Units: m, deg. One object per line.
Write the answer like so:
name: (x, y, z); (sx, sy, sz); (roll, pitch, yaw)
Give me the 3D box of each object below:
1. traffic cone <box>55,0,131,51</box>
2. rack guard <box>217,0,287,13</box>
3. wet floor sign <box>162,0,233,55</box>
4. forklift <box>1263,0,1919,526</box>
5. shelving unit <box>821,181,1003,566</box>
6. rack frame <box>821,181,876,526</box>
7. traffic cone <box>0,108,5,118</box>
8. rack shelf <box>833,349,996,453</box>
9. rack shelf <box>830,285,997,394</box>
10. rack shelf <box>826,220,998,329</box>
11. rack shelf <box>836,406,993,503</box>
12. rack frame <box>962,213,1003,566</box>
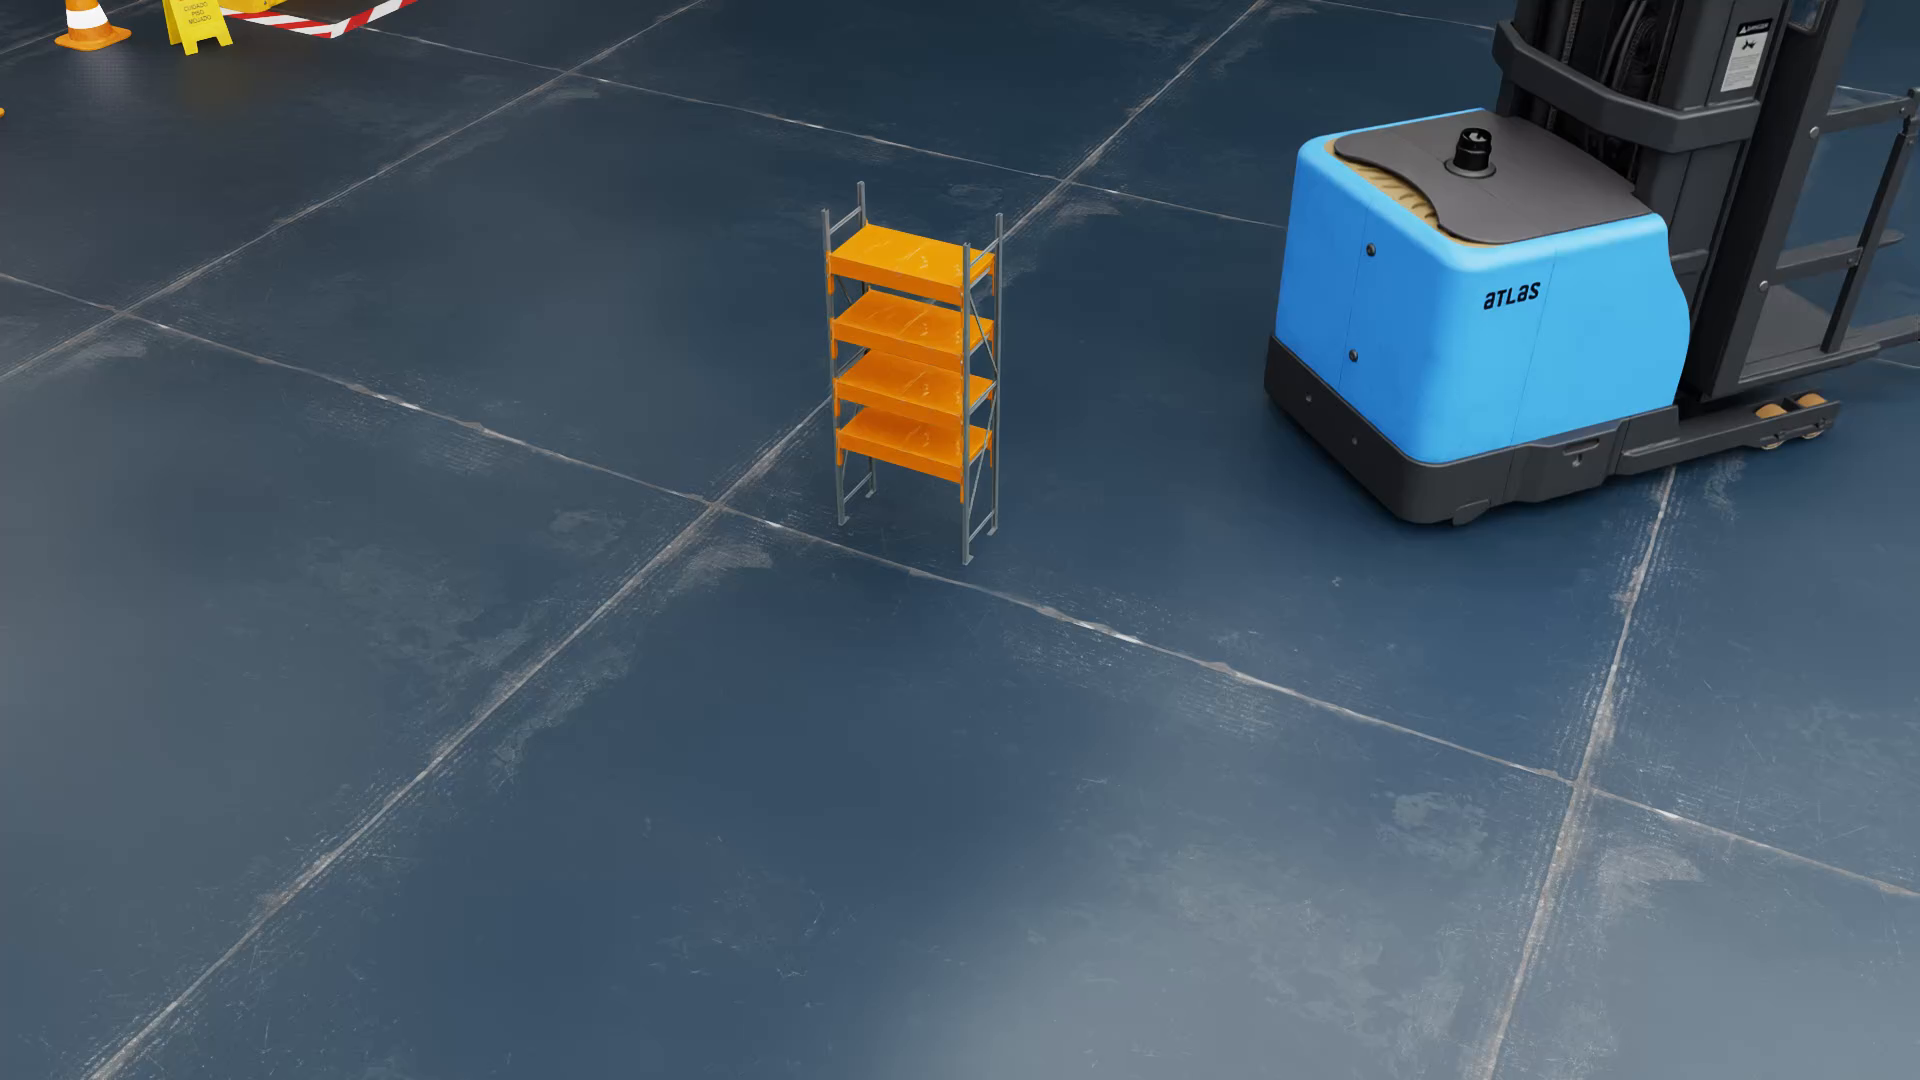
traffic cone: (-4.970, -3.062, 9.401); (0.334, 0.463, 0.336); (17, 41, 21)
rack guard: (-4.062, -3.671, 10.172); (0.348, 0.500, 1.175); (17, 41, 21)
wet floor sign: (-4.318, -3.080, 9.274); (0.267, 0.644, 0.232); (-29, 46, -33)
forklift: (2.737, -1.786, 5.678); (3.031, 2.935, 1.130); (-14, 39, -18)
shelving unit: (-0.147, -0.524, 5.448); (0.503, 1.200, 0.258); (17, 41, 21)
rack frame: (-0.364, -0.592, 5.537); (0.015, 1.200, 0.240); (17, 41, 21)
traffic cone: (-5.179, -2.371, 8.491); (0.334, 0.463, 0.336); (17, 41, 21)
rack shelf: (-0.147, -0.470, 5.489); (0.480, 0.148, 0.258); (17, 41, 21)
rack shelf: (-0.147, -0.649, 5.353); (0.480, 0.148, 0.258); (17, 41, 21)
rack shelf: (-0.147, -0.837, 5.210); (0.480, 0.148, 0.258); (17, 41, 21)
rack shelf: (-0.147, -0.312, 5.609); (0.480, 0.148, 0.258); (17, 41, 21)
rack frame: (0.070, -0.456, 5.358); (0.015, 1.200, 0.240); (17, 41, 21)
